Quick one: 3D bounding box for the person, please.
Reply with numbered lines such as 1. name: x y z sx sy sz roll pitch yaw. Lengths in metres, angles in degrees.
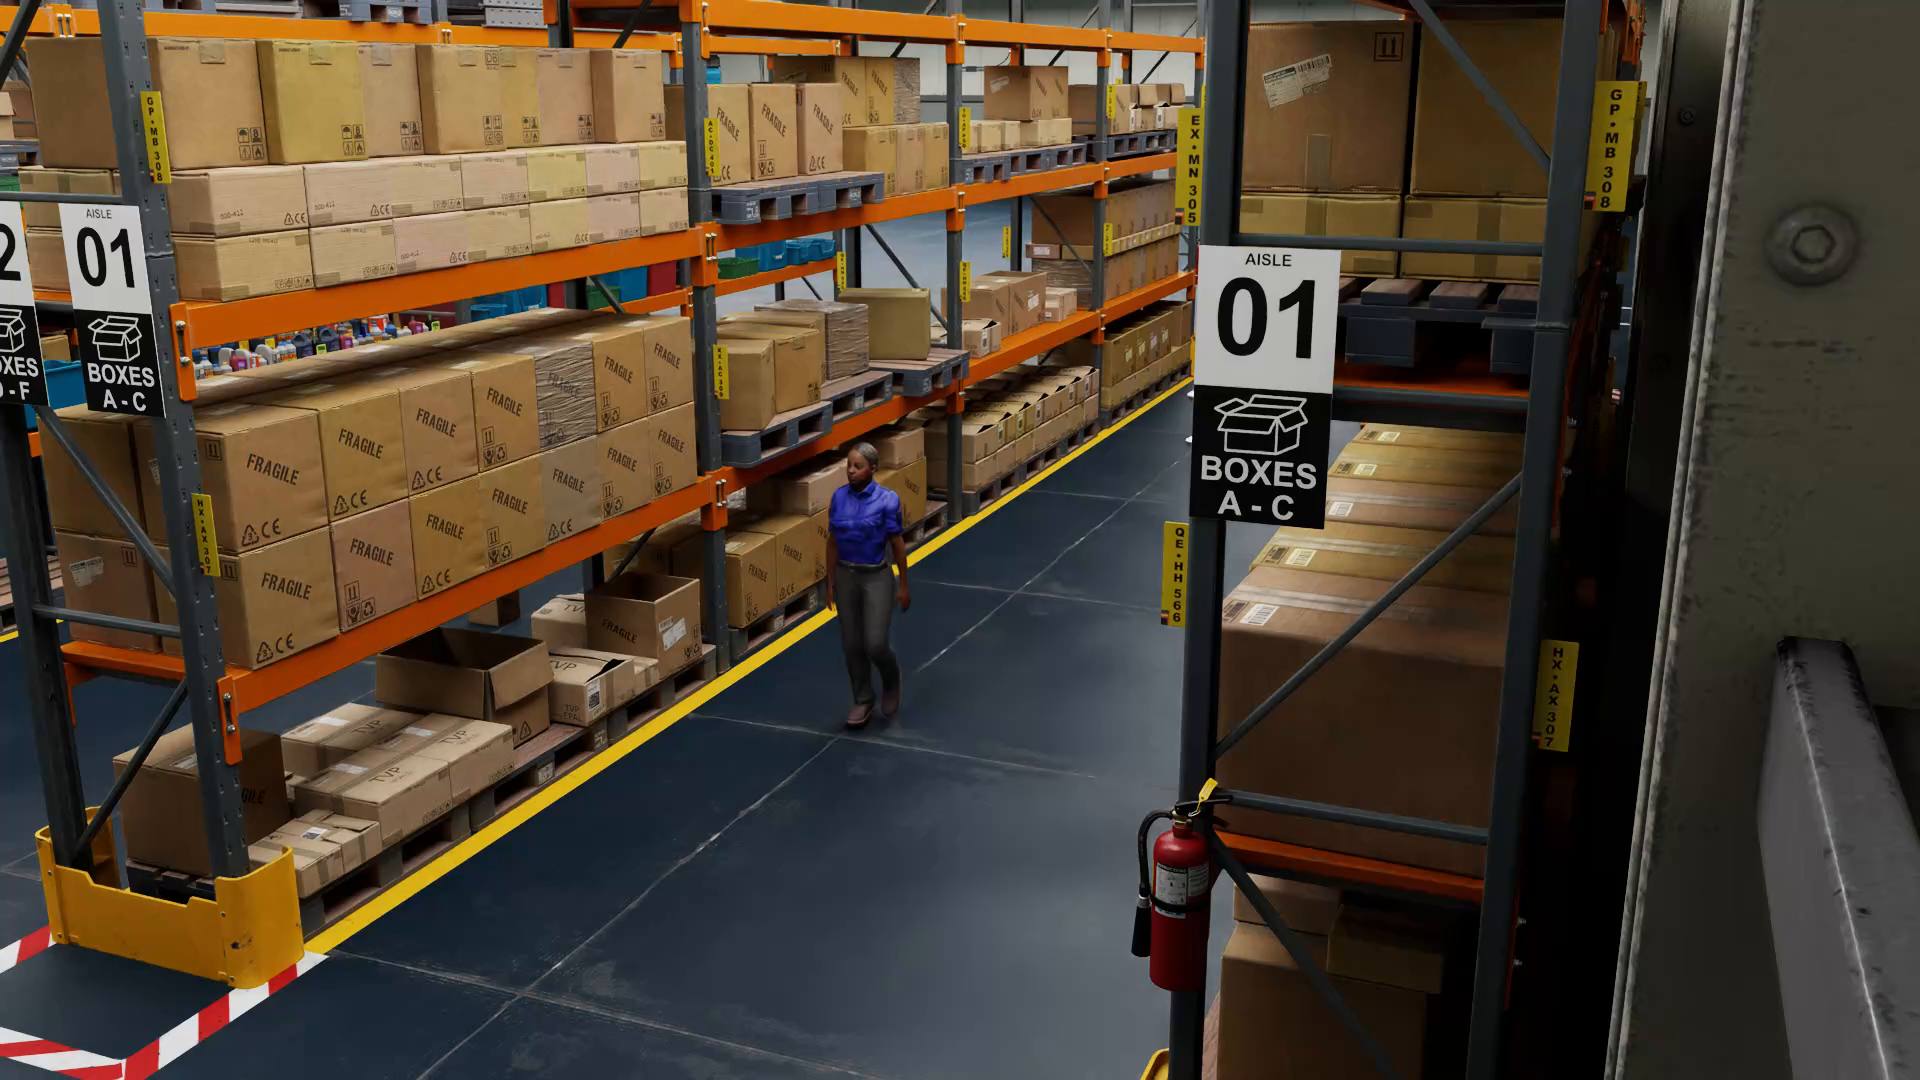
1. person: -0.548 0.226 9.484 0.486 1.579 0.409 6 17 21
